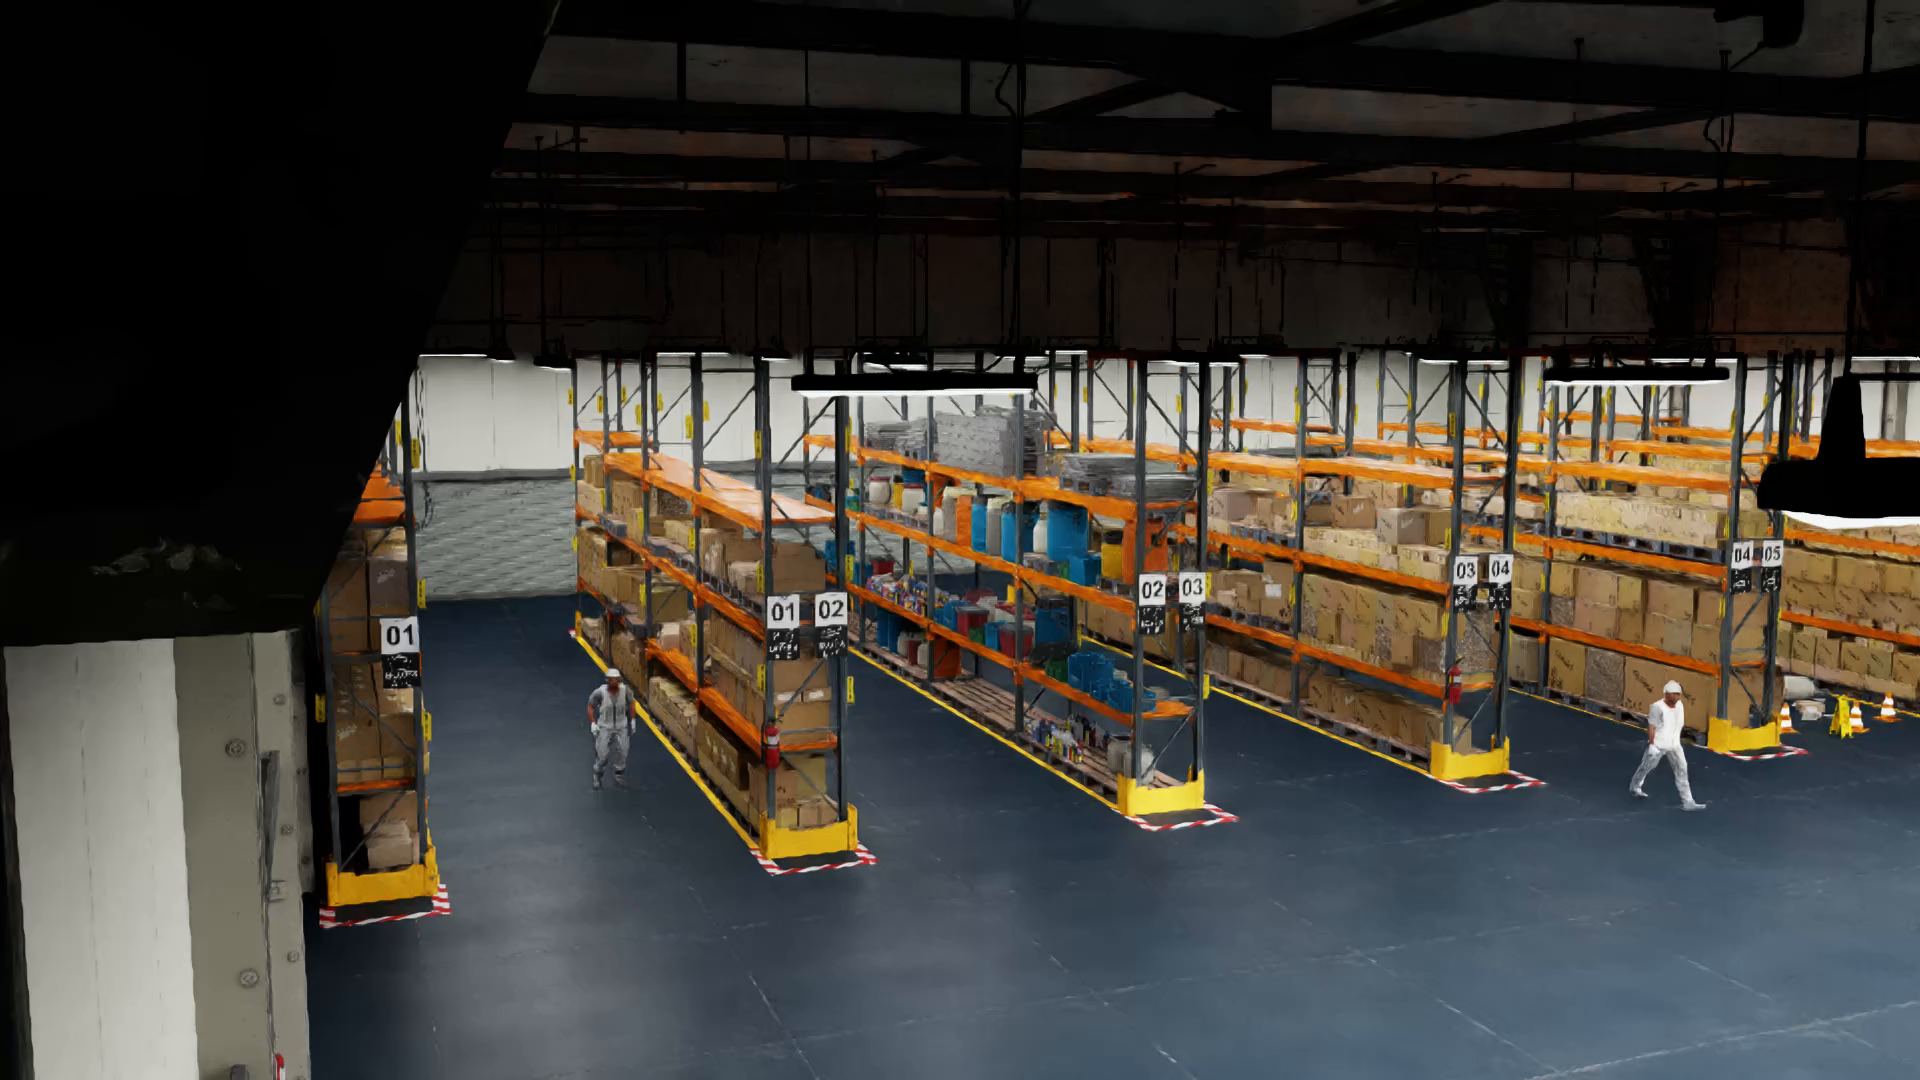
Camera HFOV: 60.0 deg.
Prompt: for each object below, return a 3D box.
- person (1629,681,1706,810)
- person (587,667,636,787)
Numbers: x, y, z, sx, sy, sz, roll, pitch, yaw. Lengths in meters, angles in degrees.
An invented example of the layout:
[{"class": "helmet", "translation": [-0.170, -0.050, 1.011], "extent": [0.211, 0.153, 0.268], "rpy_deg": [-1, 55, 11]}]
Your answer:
[{"class": "person", "translation": [9.447, 2.715, 22.228], "extent": [0.566, 1.706, 1.122], "rpy_deg": [-2, 7, -18]}, {"class": "person", "translation": [-4.840, 2.604, 23.156], "extent": [0.677, 1.742, 0.552], "rpy_deg": [-3, 8, -22]}]
